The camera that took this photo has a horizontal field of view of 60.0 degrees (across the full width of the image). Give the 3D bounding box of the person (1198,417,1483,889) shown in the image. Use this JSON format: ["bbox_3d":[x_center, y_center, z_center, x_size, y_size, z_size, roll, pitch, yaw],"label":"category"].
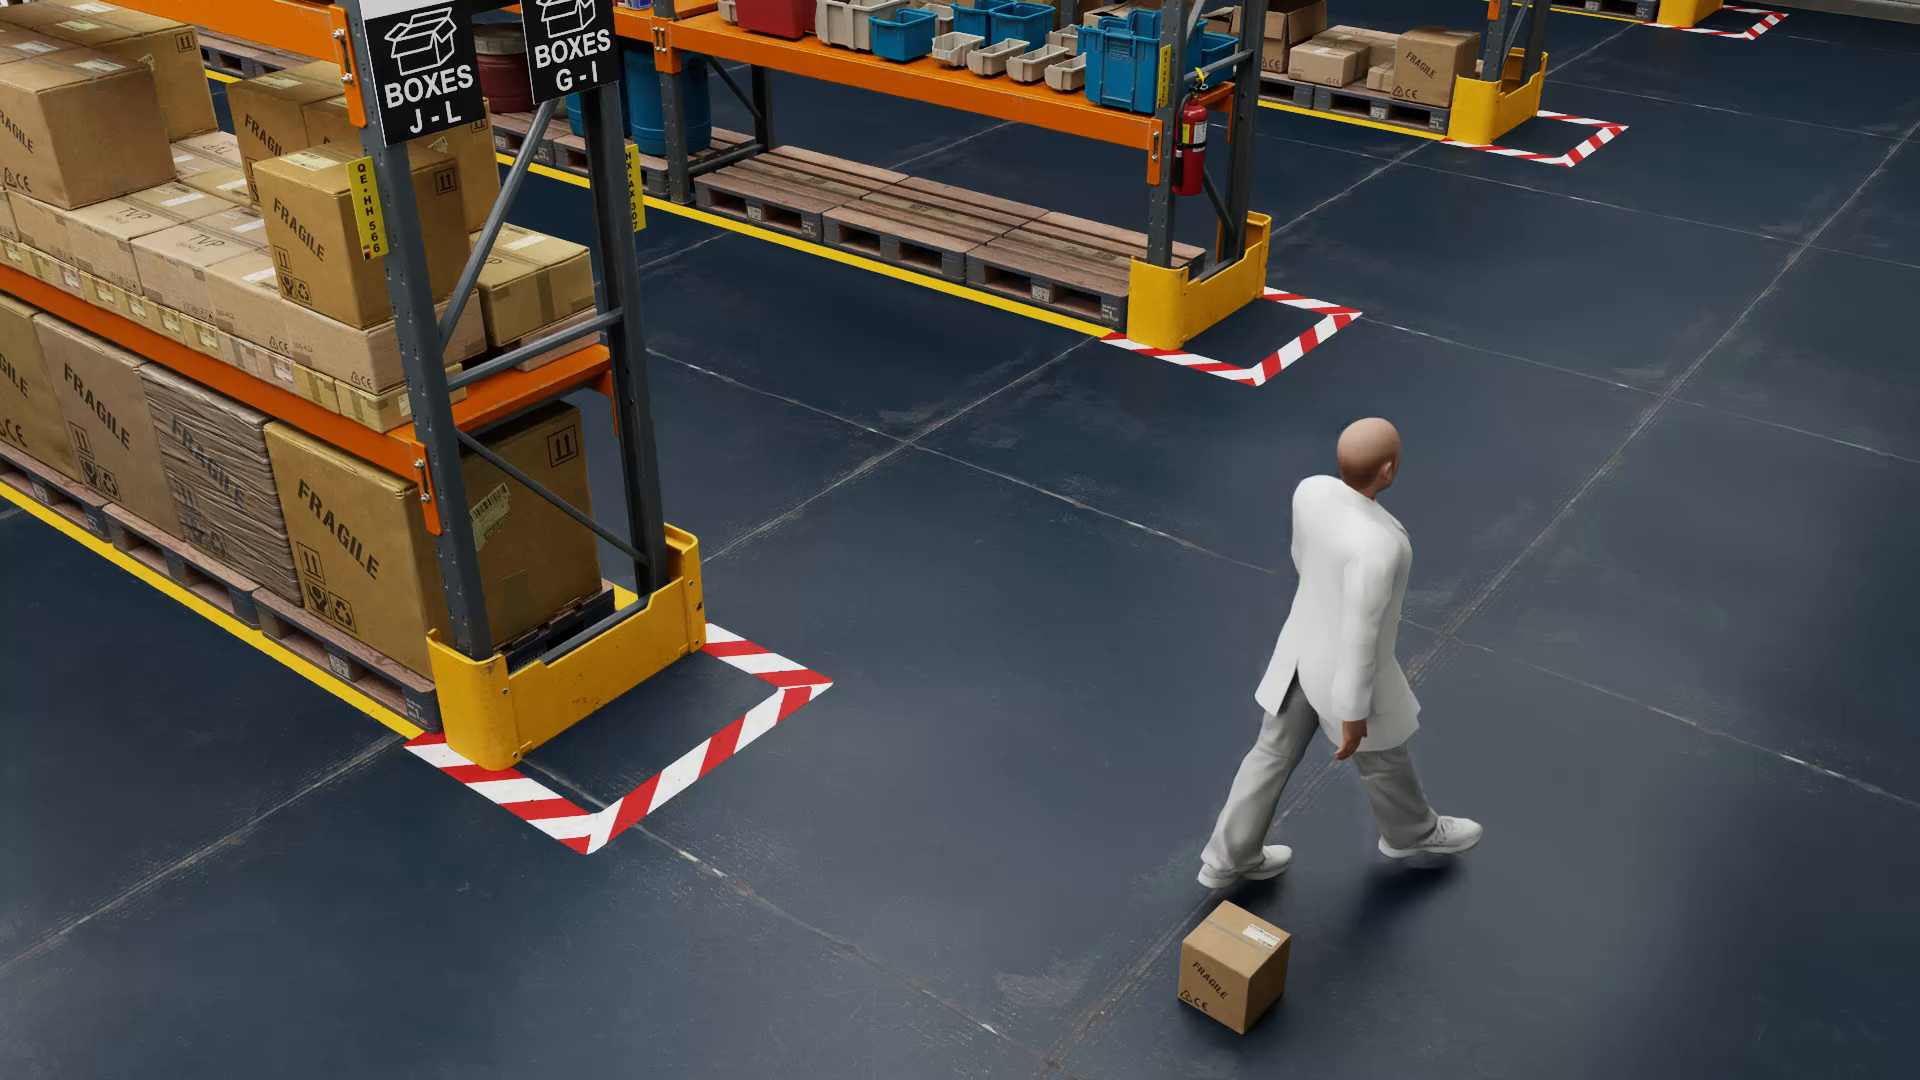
[{"bbox_3d":[1.309,0.369,5.485,1.050,1.731,0.652,-12,33,-20],"label":"person"}]
